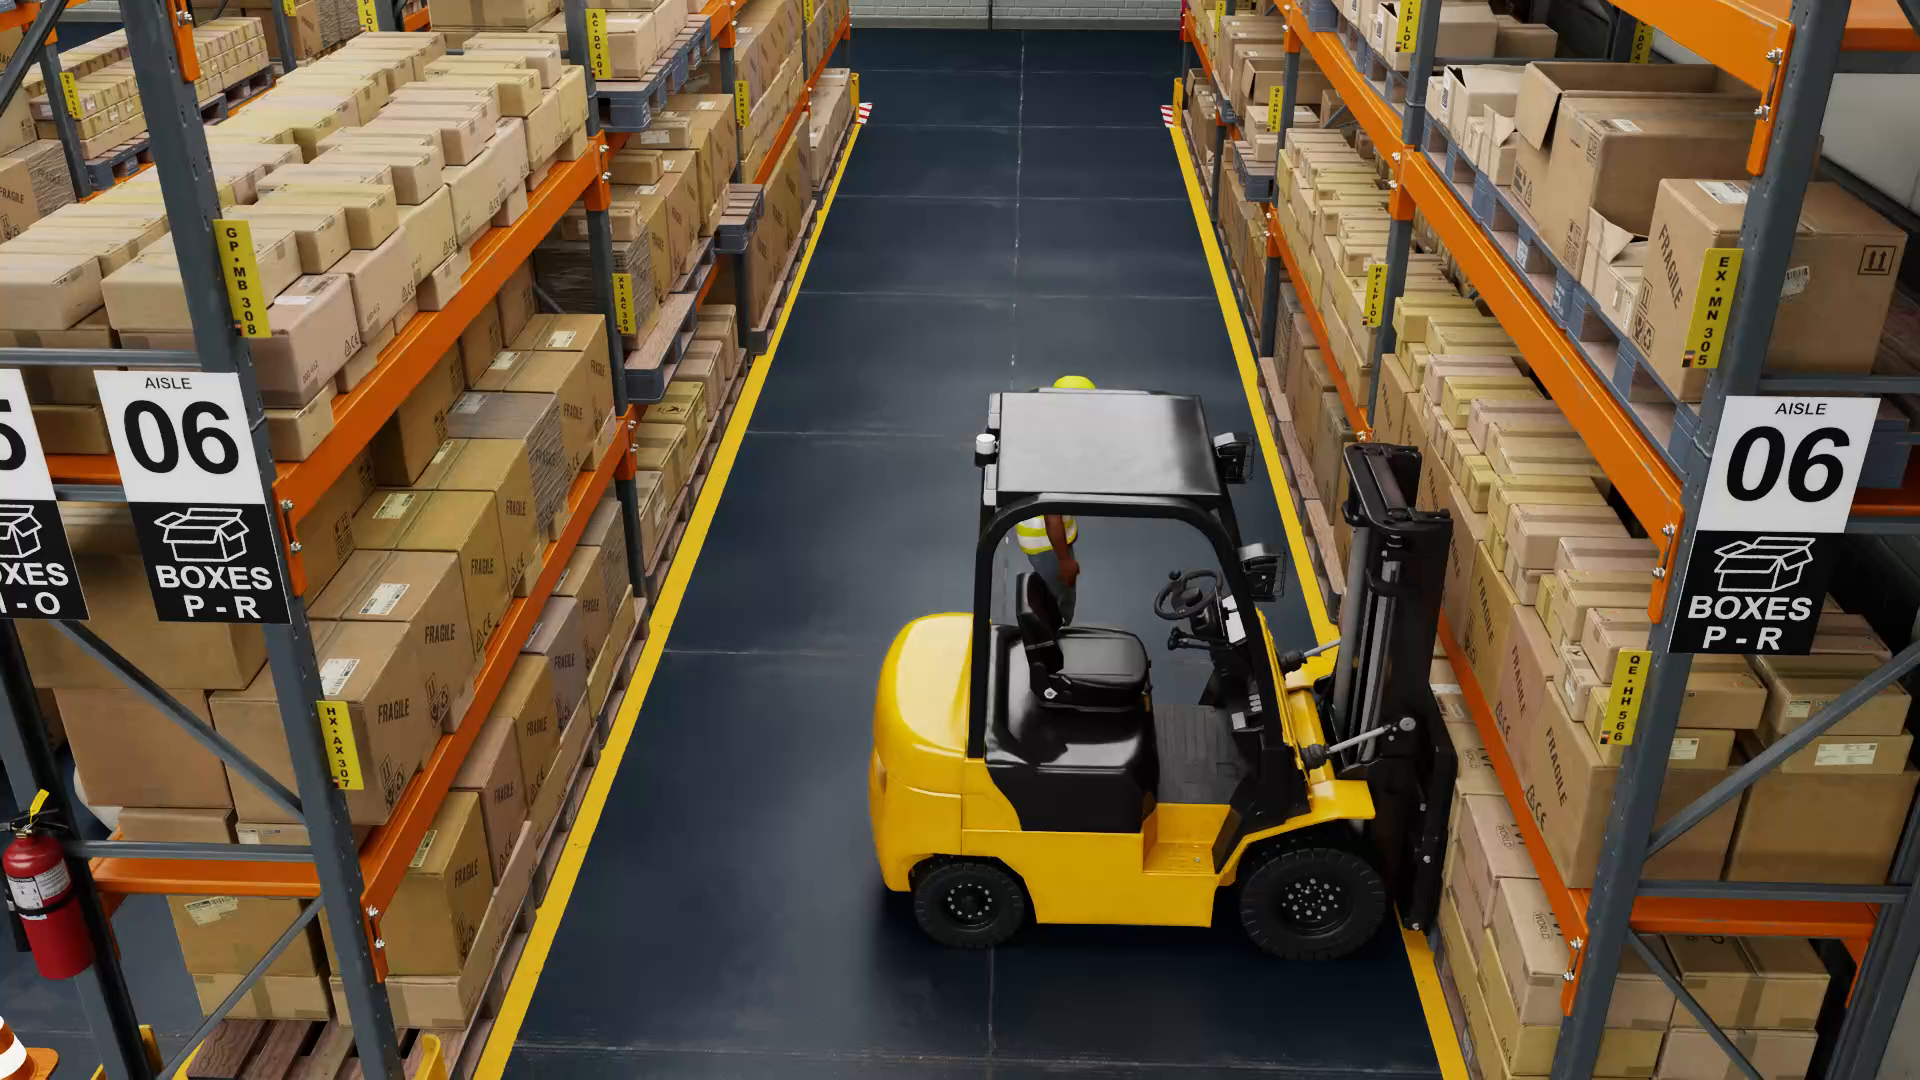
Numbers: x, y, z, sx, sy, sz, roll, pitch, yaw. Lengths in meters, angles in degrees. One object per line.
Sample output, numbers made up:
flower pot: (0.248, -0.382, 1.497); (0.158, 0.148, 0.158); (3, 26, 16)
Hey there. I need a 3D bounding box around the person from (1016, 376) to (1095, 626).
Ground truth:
person: (0.509, -0.020, 8.640); (0.457, 1.760, 0.635); (-1, 28, -1)
